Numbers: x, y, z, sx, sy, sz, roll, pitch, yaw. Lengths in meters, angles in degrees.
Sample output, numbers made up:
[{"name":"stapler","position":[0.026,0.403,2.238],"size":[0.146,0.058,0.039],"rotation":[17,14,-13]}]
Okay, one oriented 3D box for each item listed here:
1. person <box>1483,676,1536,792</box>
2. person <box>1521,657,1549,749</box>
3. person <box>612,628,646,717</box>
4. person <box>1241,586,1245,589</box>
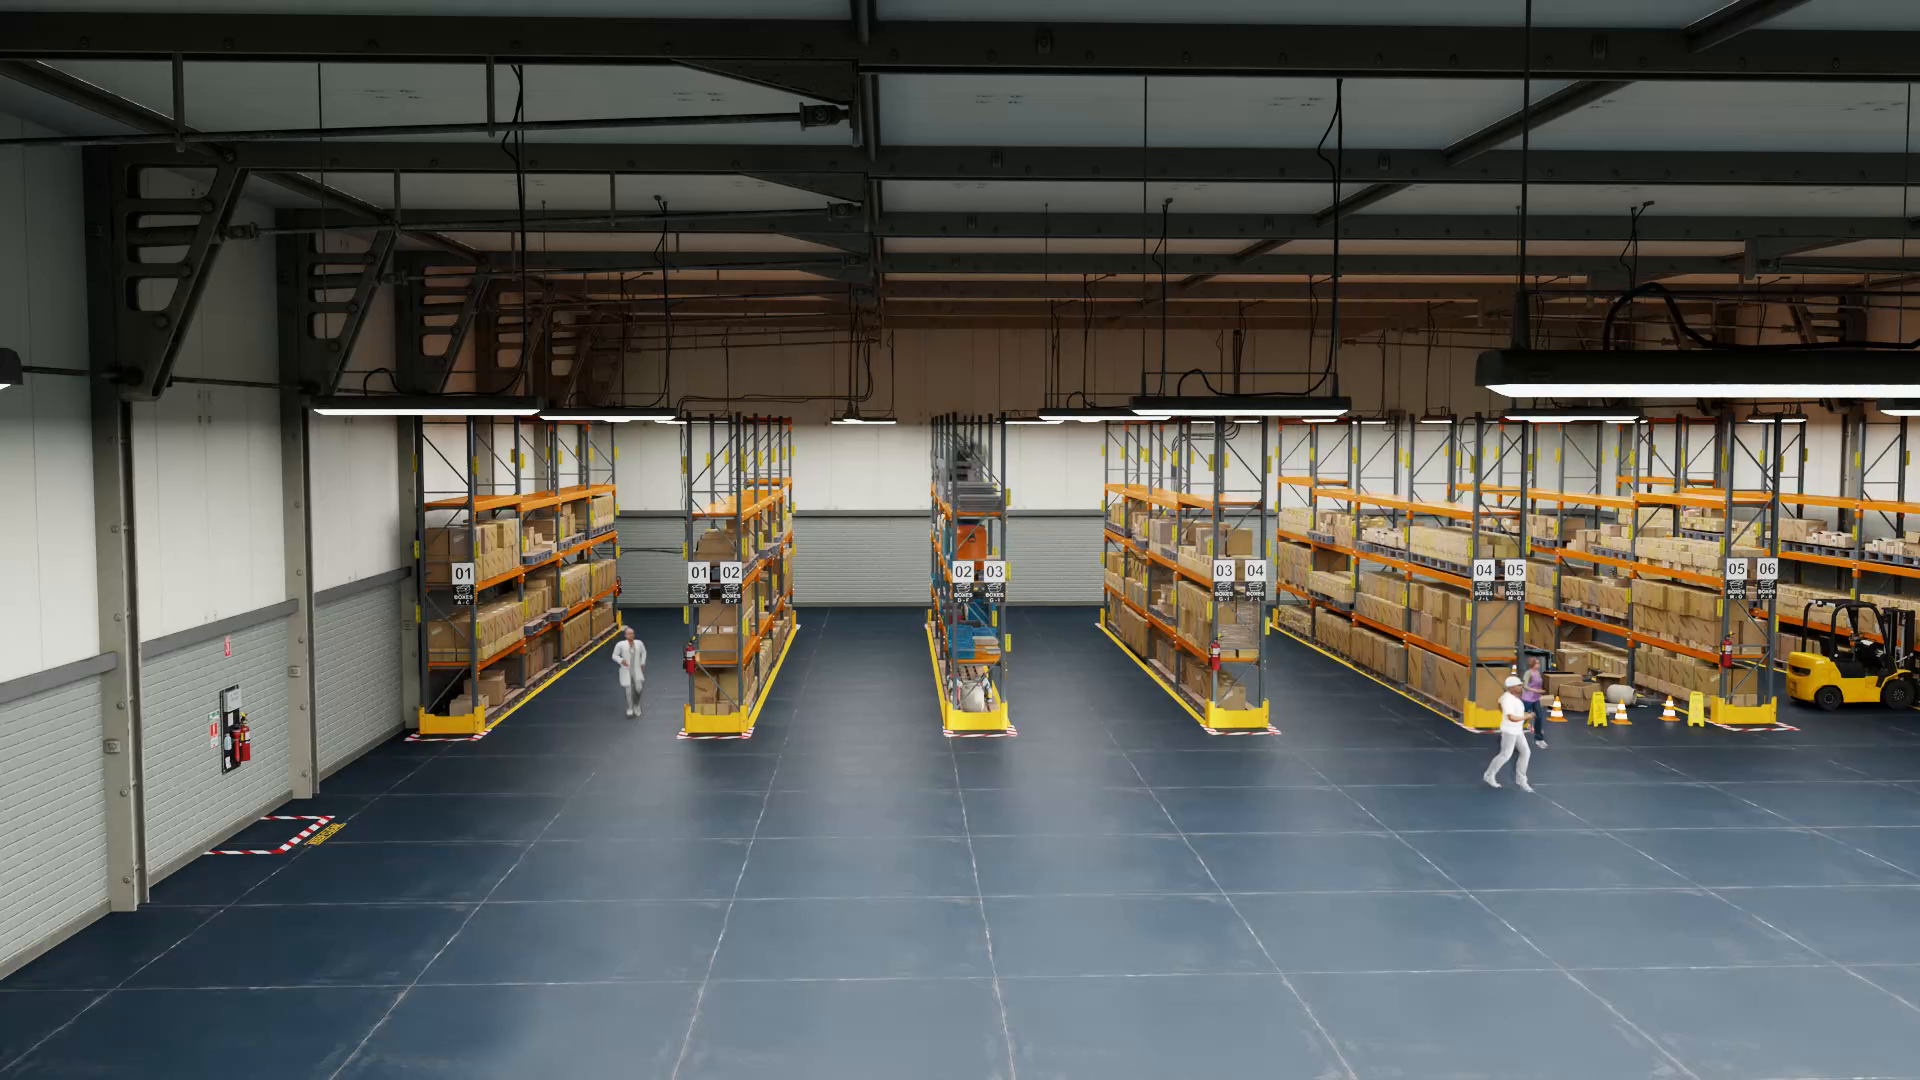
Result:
[{"name":"person","position":[8.659,3.055,26.166],"size":[0.787,1.834,0.720],"rotation":[2,5,31]},{"name":"person","position":[10.203,2.900,29.791],"size":[0.560,1.610,0.772],"rotation":[-3,5,-40]},{"name":"person","position":[-6.483,2.622,32.735],"size":[0.712,1.773,0.708],"rotation":[-2,4,-21]},{"name":"person","position":[7.942,1.797,45.800],"size":[0.572,1.640,0.632],"rotation":[0,4,5]}]
